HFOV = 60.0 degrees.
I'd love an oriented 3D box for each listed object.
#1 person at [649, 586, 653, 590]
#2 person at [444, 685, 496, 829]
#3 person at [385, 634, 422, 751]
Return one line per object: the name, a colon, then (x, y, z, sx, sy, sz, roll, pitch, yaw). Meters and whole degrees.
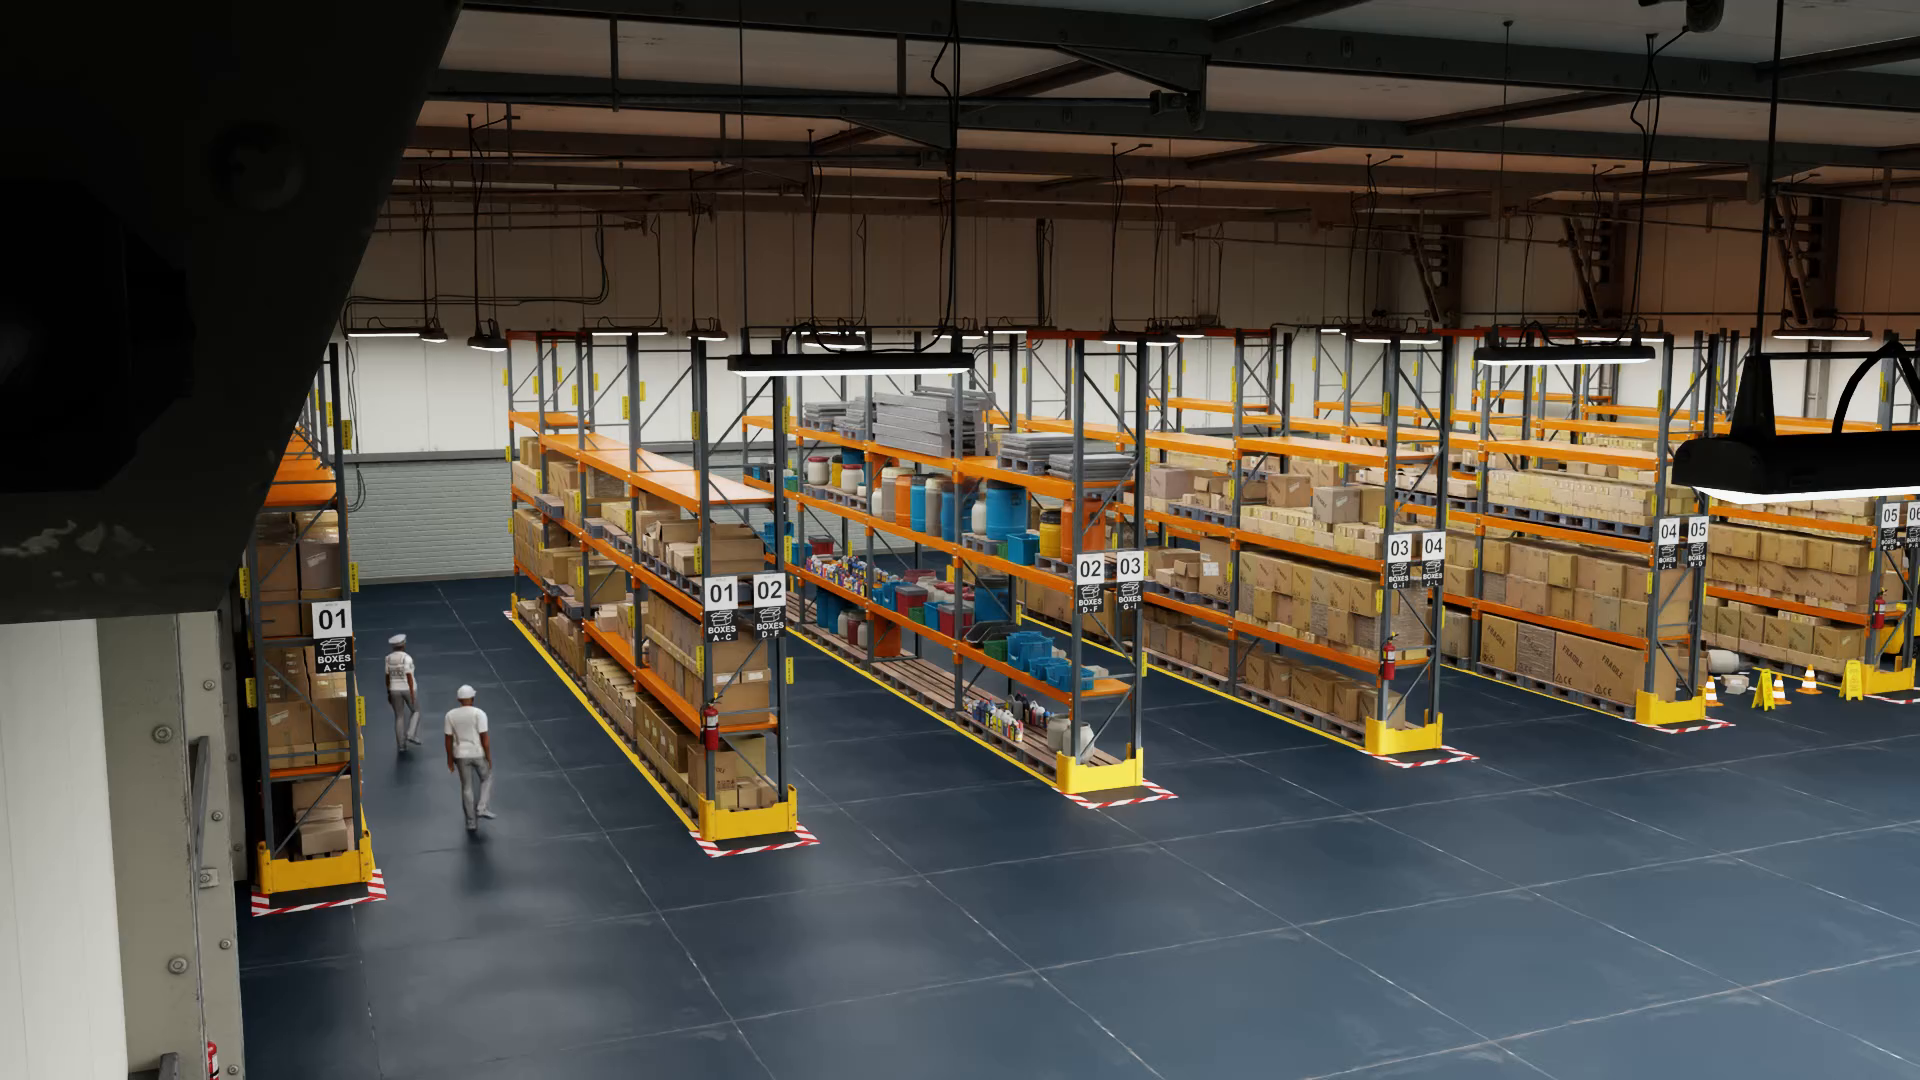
person: (-5.555, 1.230, 31.151, 0.546, 1.728, 1.095, -4, 9, -24)
person: (-6.058, 2.669, 20.539, 0.593, 1.752, 0.483, -1, 8, -10)
person: (-8.102, 2.213, 24.185, 0.495, 1.672, 0.458, -1, 8, -7)
